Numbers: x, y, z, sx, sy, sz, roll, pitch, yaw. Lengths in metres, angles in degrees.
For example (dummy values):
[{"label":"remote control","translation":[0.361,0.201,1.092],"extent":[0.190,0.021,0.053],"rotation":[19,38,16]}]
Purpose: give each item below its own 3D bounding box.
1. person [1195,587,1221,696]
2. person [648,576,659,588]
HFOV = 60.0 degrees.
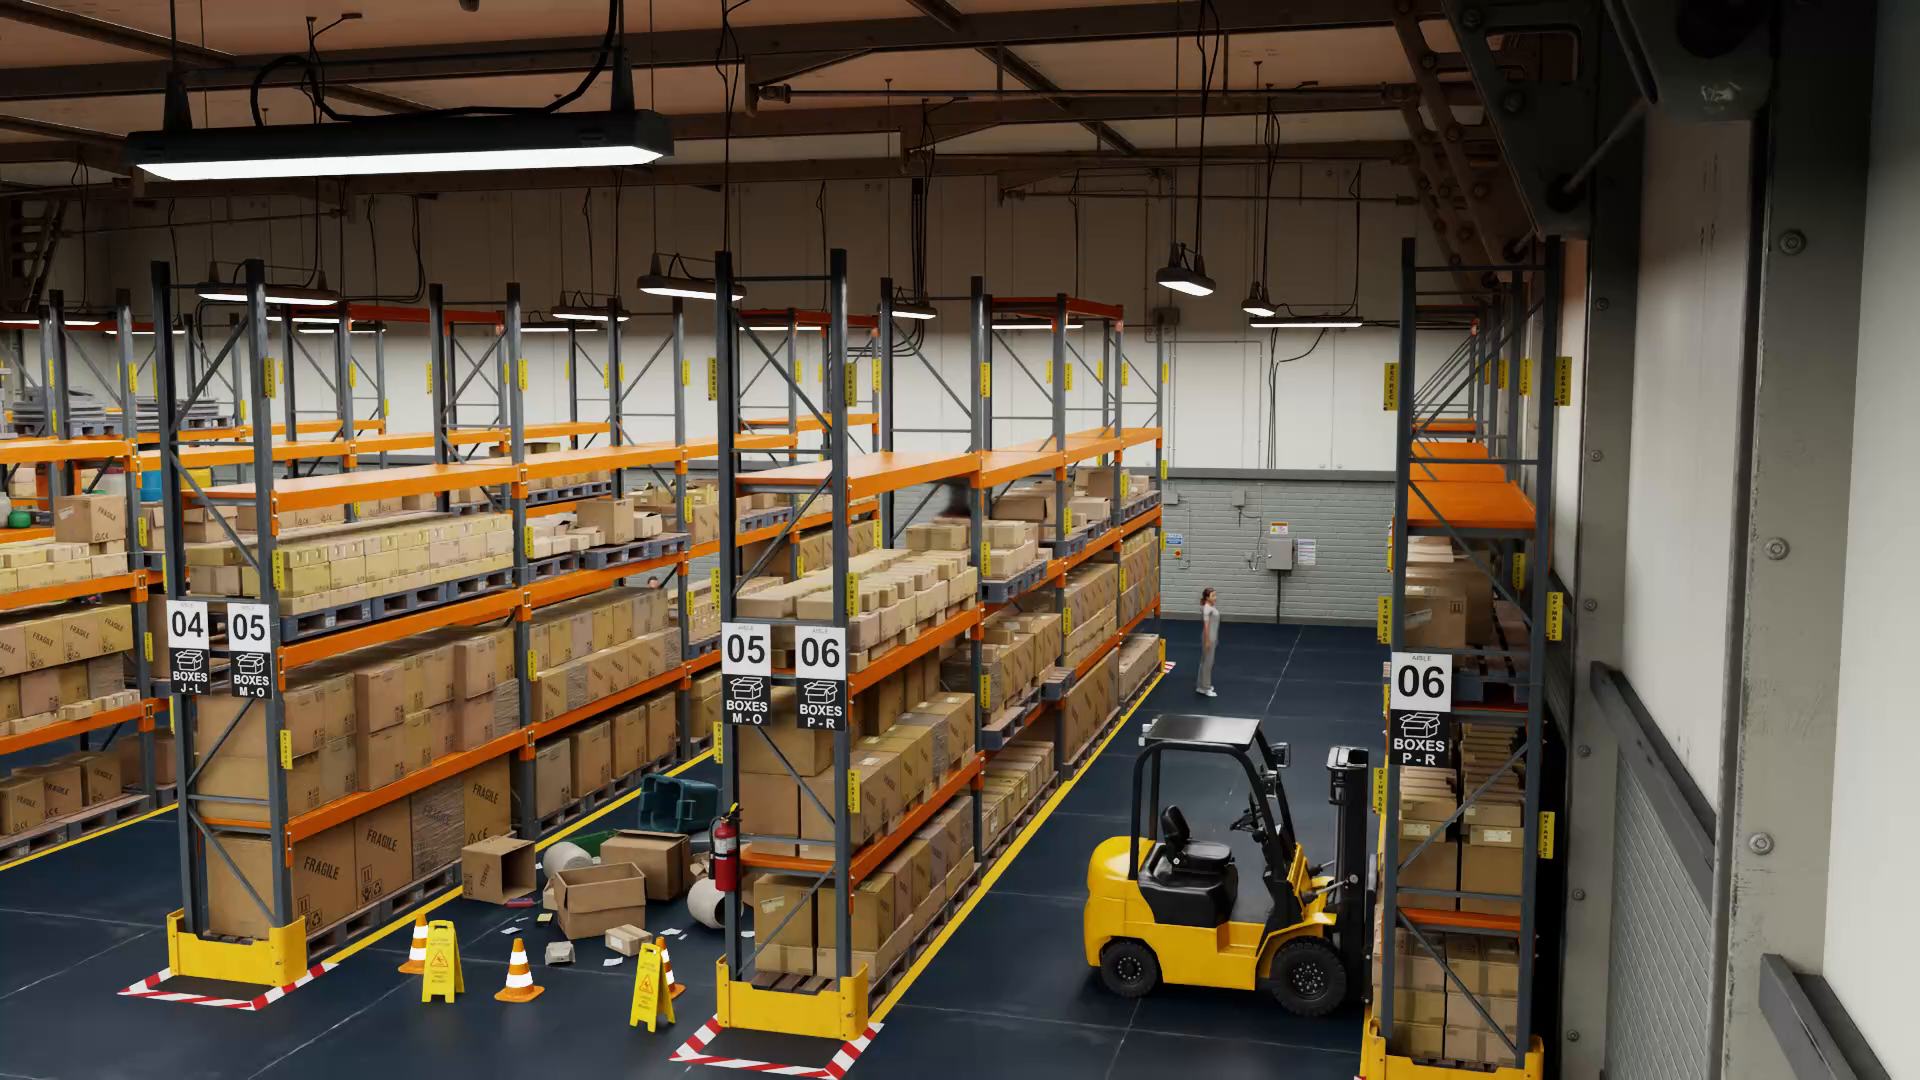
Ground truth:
[{"label":"person","translation":[3.893,1.587,26.084],"extent":[0.378,1.702,0.503],"rotation":[1,6,9]},{"label":"person","translation":[-5.134,1.385,27.829],"extent":[0.616,1.574,0.961],"rotation":[2,6,17]}]
